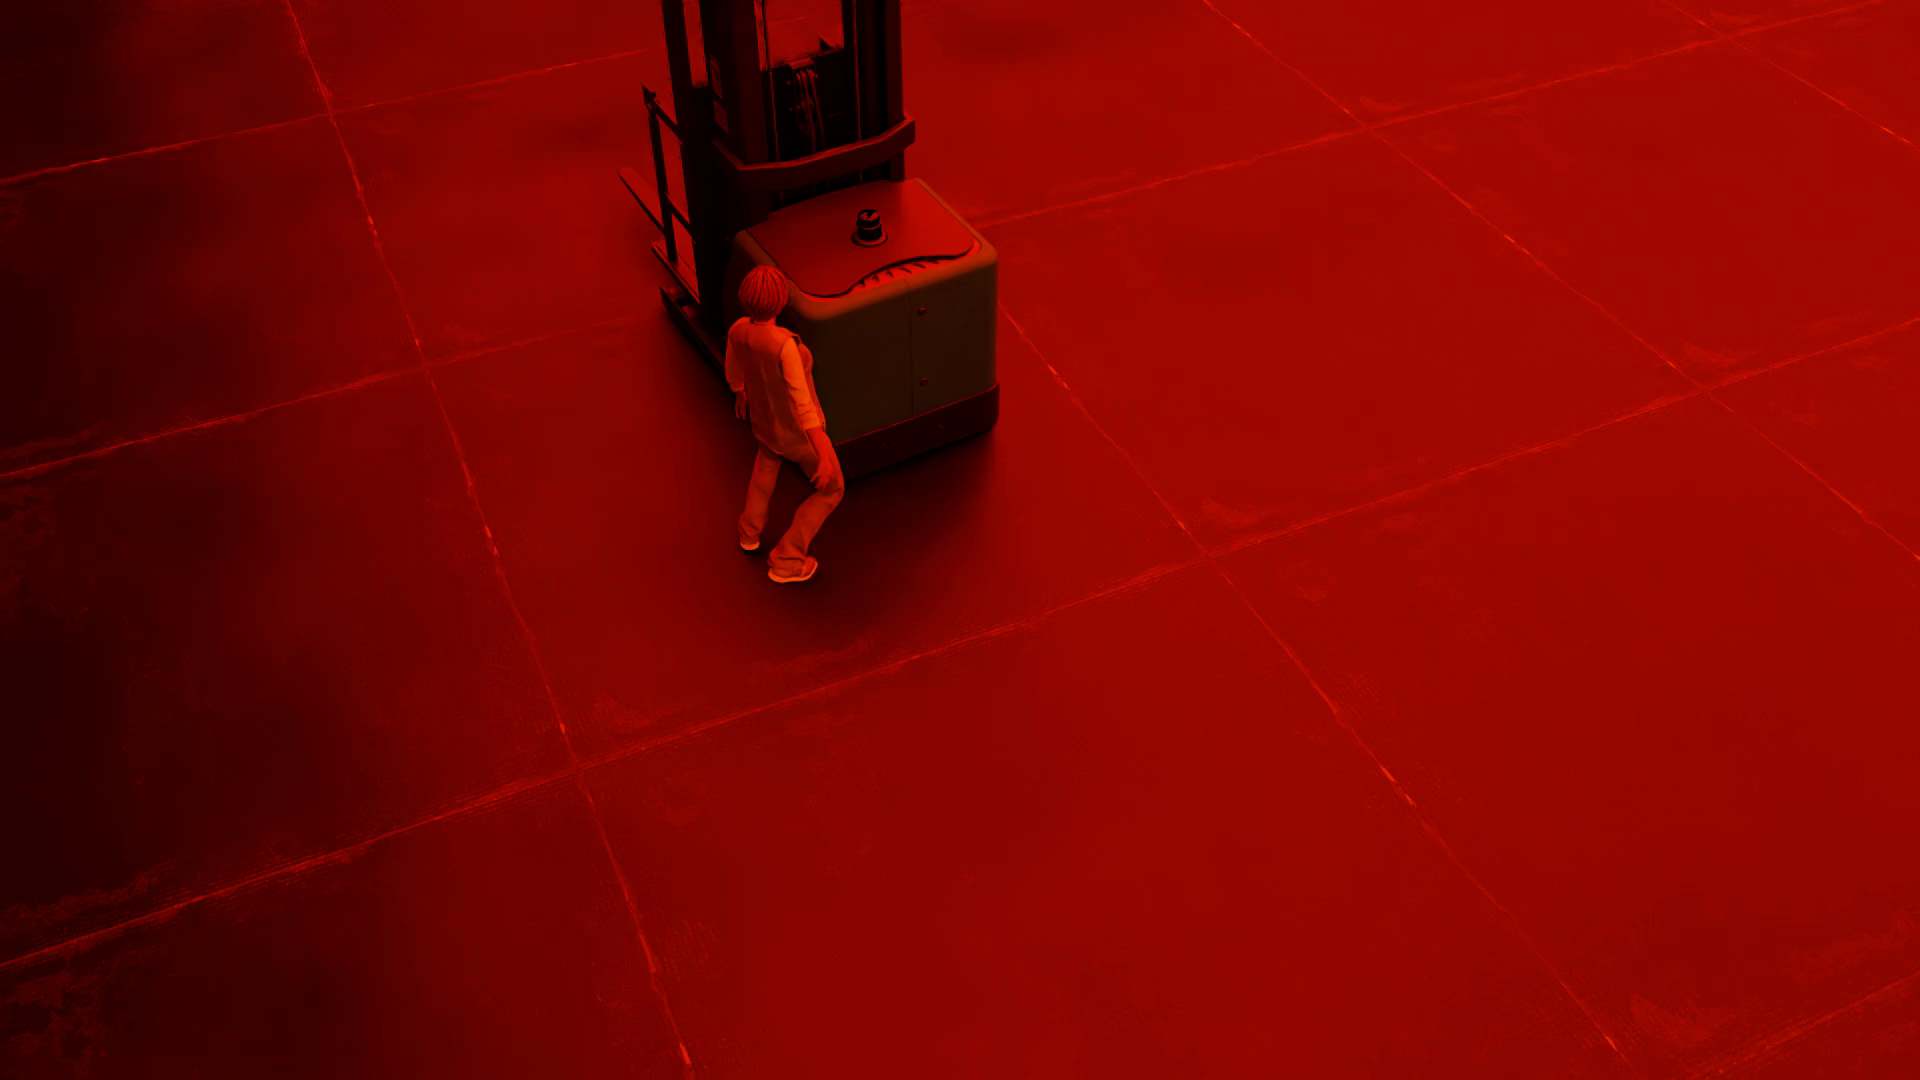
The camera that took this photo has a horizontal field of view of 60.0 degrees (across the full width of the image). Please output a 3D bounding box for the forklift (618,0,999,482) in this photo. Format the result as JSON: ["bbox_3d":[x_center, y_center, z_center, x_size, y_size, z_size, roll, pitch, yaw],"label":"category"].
[{"bbox_3d":[-0.979,-2.327,8.174,1.130,2.935,3.031,-22,47,-21],"label":"forklift"}]

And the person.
[{"bbox_3d":[-0.787,-0.467,7.222,0.446,1.524,0.744,-33,52,-30],"label":"person"}]
